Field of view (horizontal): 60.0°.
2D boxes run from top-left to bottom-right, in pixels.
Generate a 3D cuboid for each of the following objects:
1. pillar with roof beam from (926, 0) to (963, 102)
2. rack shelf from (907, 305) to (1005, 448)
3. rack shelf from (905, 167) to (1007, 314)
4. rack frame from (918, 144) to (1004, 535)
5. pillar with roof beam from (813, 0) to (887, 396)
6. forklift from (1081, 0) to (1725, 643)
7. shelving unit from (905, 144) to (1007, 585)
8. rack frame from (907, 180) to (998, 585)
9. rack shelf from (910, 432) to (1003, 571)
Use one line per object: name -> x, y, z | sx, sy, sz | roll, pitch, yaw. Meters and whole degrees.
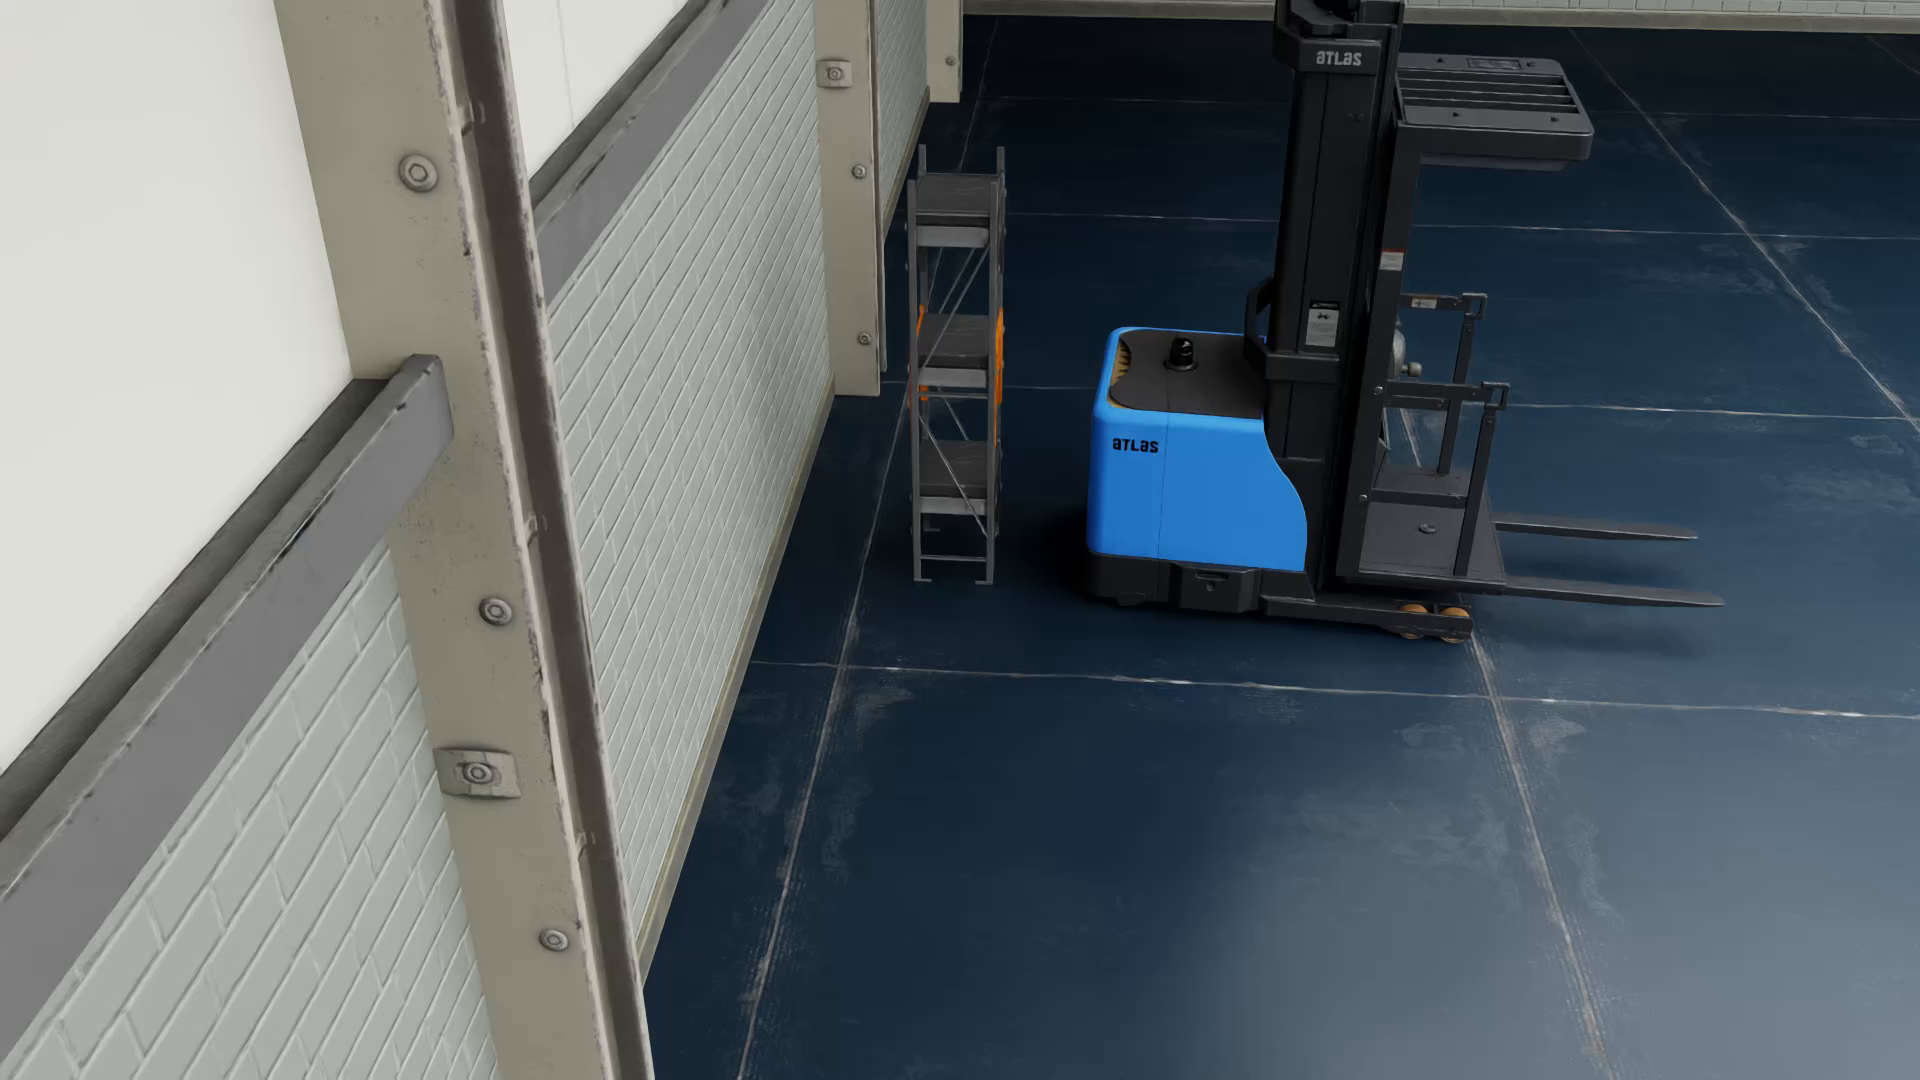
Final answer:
pillar with roof beam -> 4.146, -7.776, 12.790 | 9.100, 9.000, 0.400 | 2, 32, 4
rack shelf -> -0.013, -0.796, 8.066 | 0.431, 0.518, 0.480 | 2, 32, 4
rack shelf -> -0.013, -1.392, 7.699 | 0.431, 0.518, 0.480 | 2, 32, 4
rack frame -> 0.006, -0.935, 8.266 | 0.400, 2.100, 0.015 | 2, 32, 4
pillar with roof beam -> 3.658, -4.638, 7.699 | 9.100, 9.000, 0.400 | 2, 32, 4
forklift -> 2.165, -1.058, 7.672 | 3.031, 2.935, 1.130 | 5, 32, 8
shelving unit -> -0.013, -0.807, 8.059 | 0.431, 2.100, 0.503 | 2, 32, 4
rack frame -> -0.033, -0.680, 7.852 | 0.400, 2.100, 0.015 | 2, 32, 4
rack shelf -> -0.013, -0.200, 8.433 | 0.431, 0.518, 0.480 | 2, 32, 4
